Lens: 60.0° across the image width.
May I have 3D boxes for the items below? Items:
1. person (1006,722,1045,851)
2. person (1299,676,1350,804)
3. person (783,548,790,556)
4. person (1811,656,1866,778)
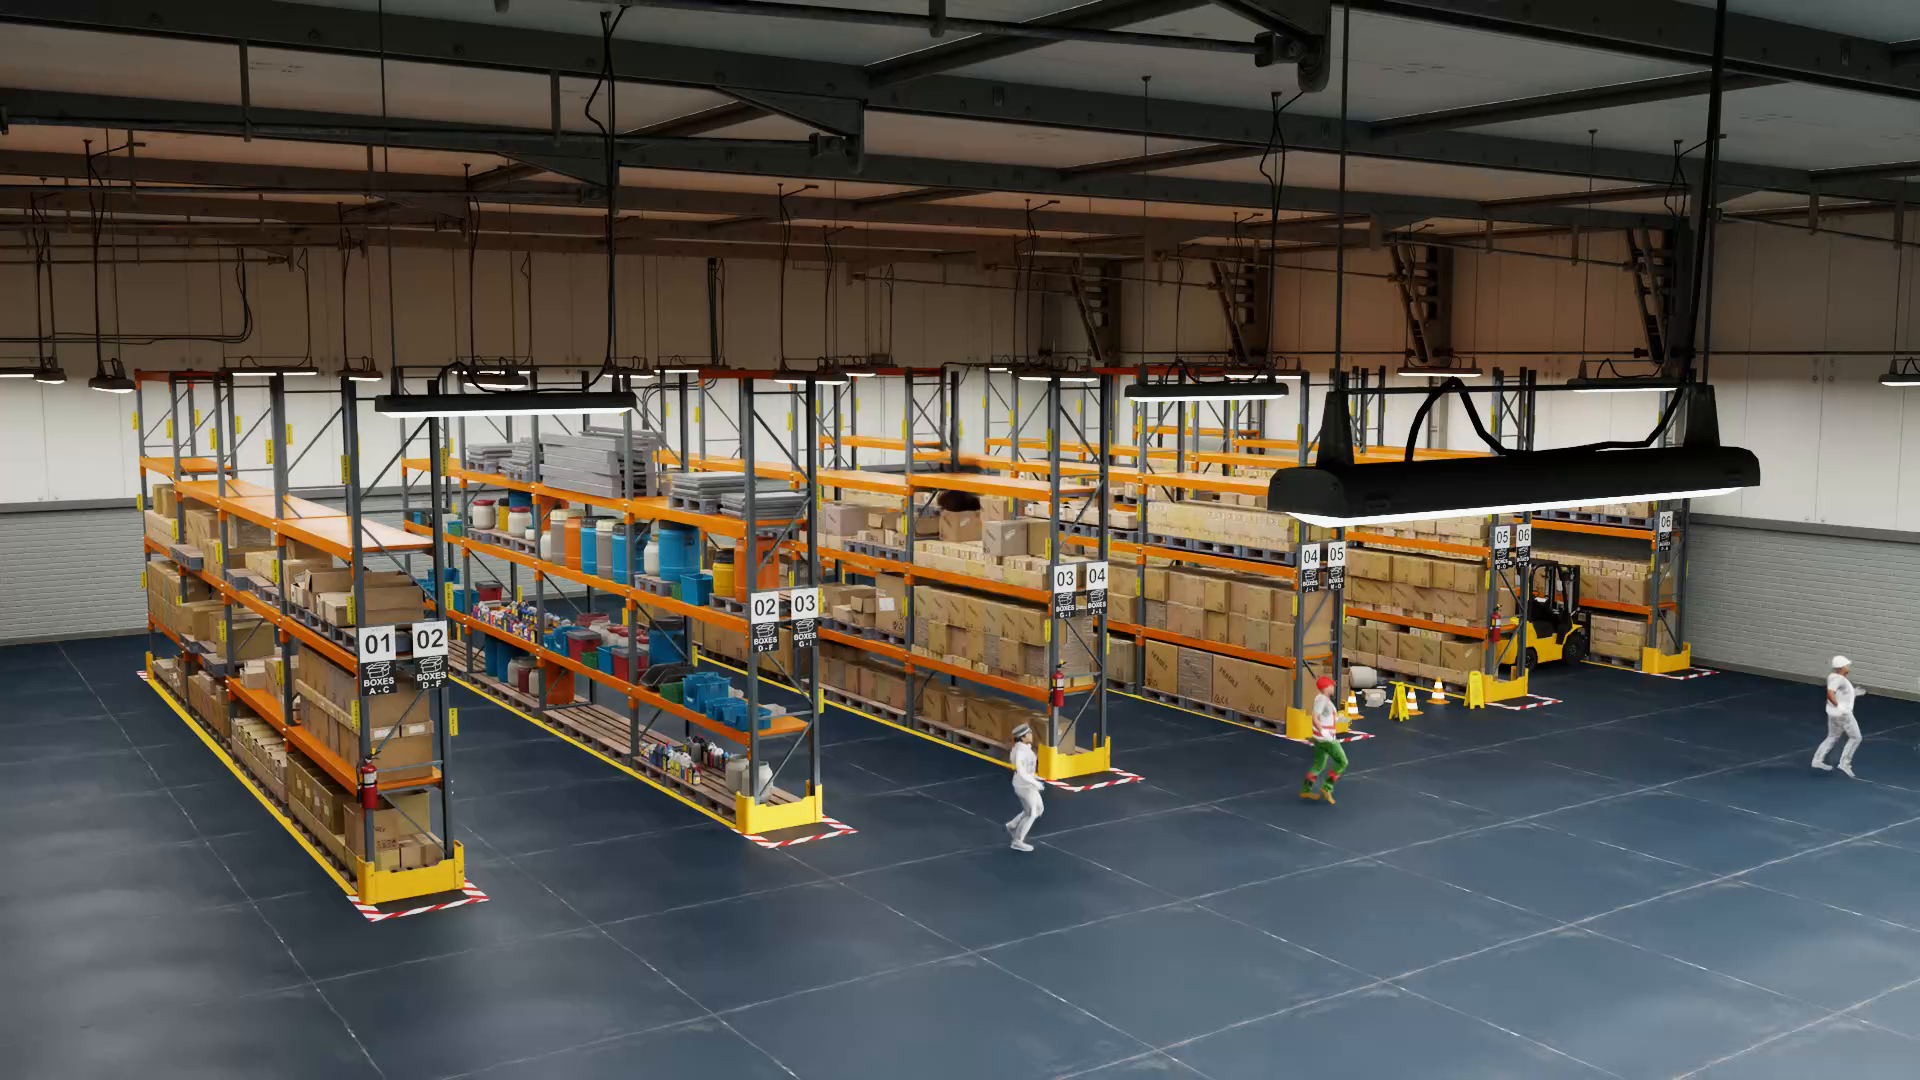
[{"bbox_3d":[0.829,3.132,21.177,0.492,1.659,0.624,0,6,-1],"label":"person"},{"bbox_3d":[5.160,2.814,23.407,0.721,1.804,0.632,0,6,-1],"label":"person"},{"bbox_3d":[-4.313,0.978,40.515,0.644,1.635,0.614,2,7,15],"label":"person"},{"bbox_3d":[13.192,2.644,24.894,0.718,1.836,0.655,1,7,10],"label":"person"}]
